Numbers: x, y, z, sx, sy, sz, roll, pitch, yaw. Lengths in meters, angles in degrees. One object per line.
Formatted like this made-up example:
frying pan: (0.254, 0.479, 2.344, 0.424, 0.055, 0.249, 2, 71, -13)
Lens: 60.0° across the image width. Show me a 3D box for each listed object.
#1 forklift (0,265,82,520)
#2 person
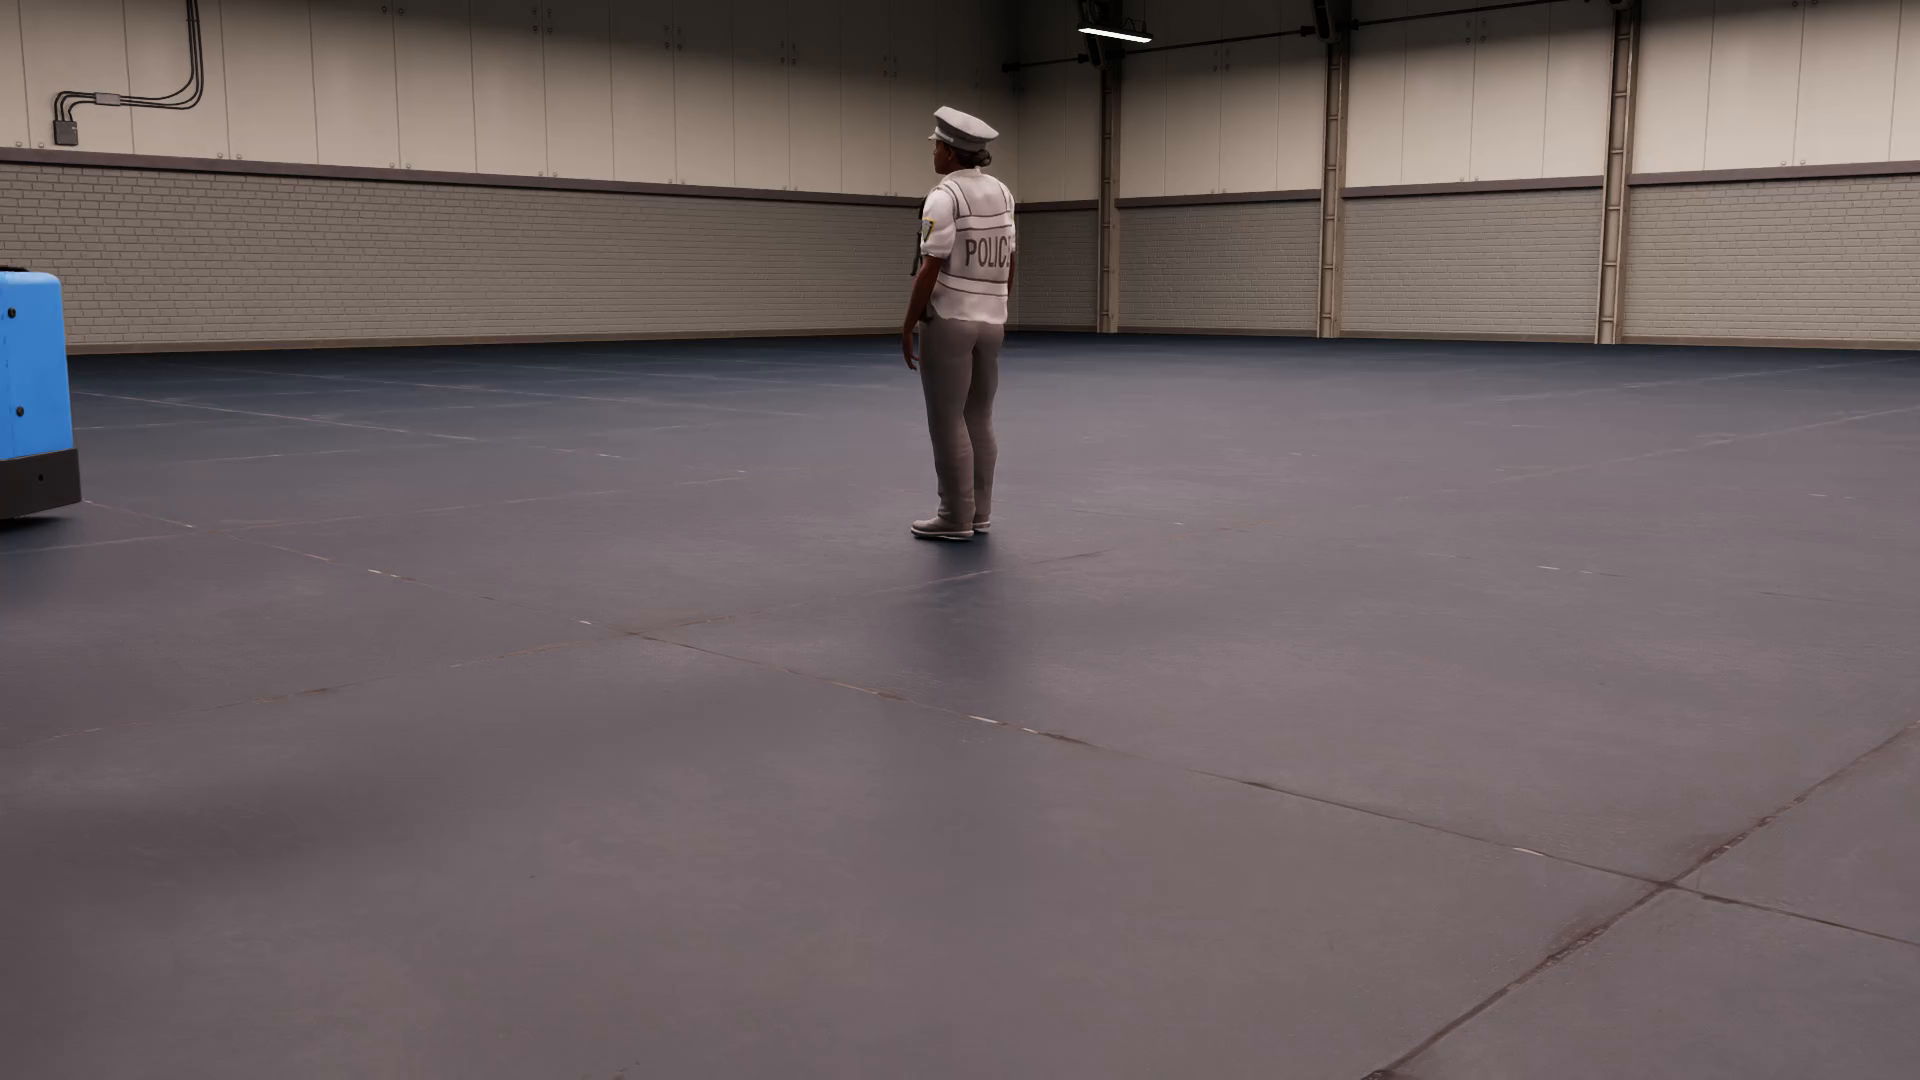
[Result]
forklift: (-5.411, -1.488, 6.753, 3.031, 2.935, 1.130, 0, 9, 2)
person: (-0.040, -0.855, 6.656, 0.528, 1.695, 0.569, 8, 12, 43)
